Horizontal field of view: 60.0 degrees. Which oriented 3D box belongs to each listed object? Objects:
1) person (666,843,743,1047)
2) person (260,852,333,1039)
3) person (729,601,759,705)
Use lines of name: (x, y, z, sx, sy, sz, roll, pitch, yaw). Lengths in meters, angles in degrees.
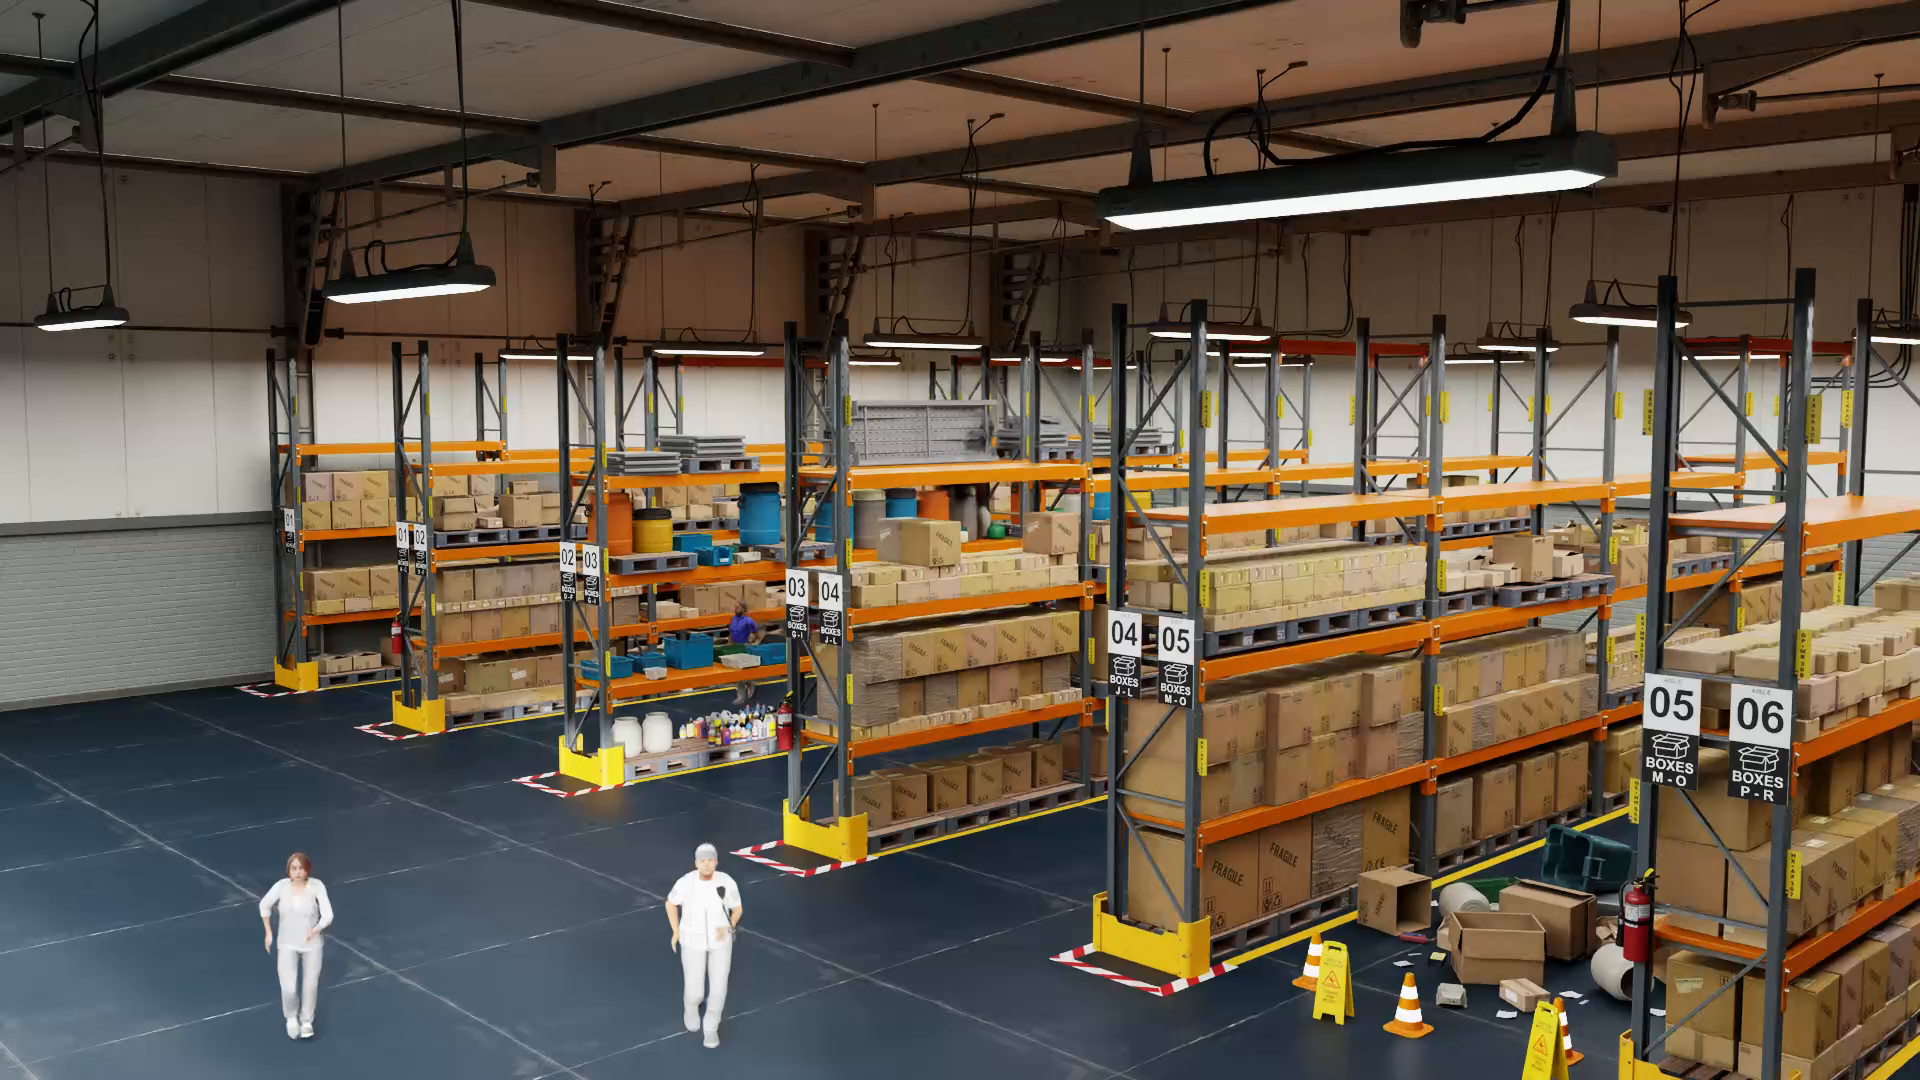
person: (-2.013, 3.220, 13.177, 0.600, 1.628, 0.539, -1, 5, -13)
person: (-5.248, 3.235, 13.173, 0.543, 1.554, 0.680, -2, 5, -21)
person: (-3.457, 1.778, 26.557, 0.599, 1.638, 0.556, 4, 6, 38)
